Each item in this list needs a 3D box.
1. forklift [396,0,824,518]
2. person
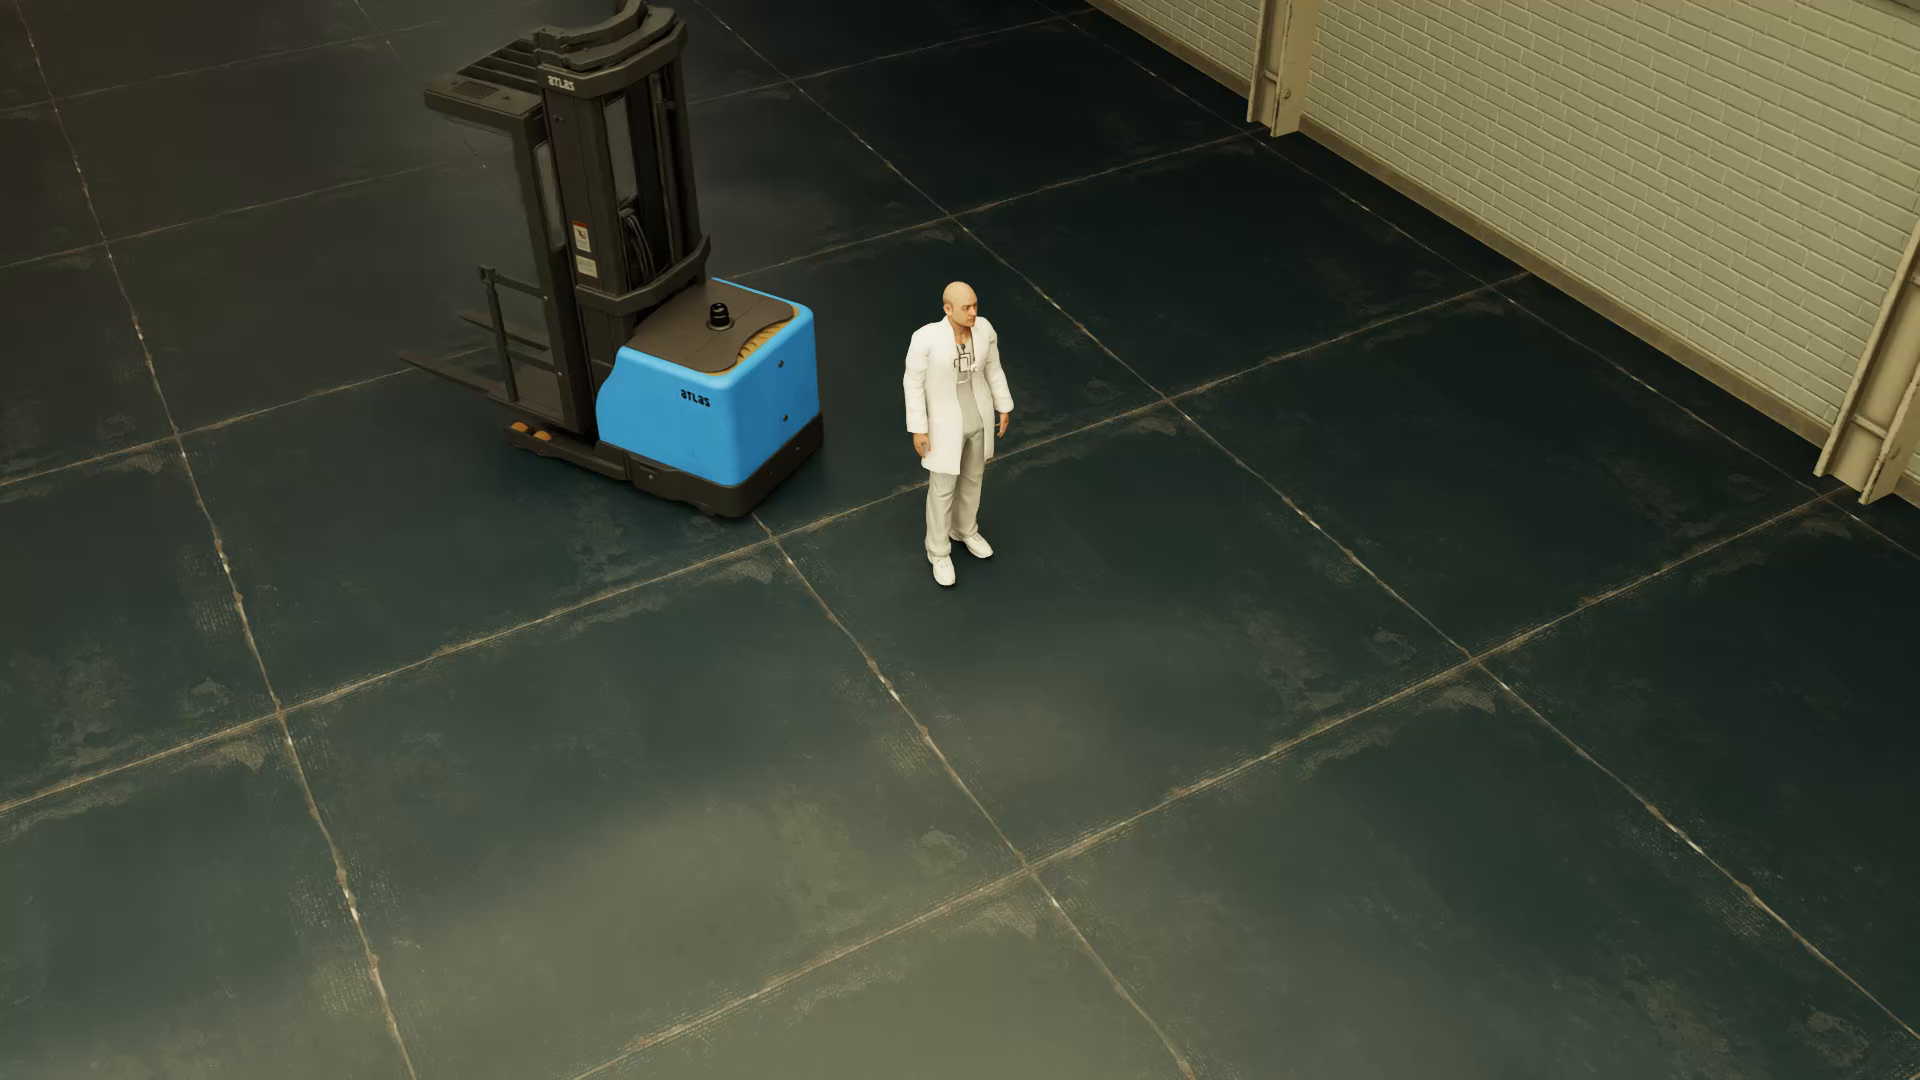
[{"bbox_3d":[-2.440,-1.955,10.393,3.031,2.935,1.130,20,44,22],"label":"forklift"},{"bbox_3d":[0.044,-0.637,9.696,0.698,1.777,0.573,-20,44,-23],"label":"person"}]
